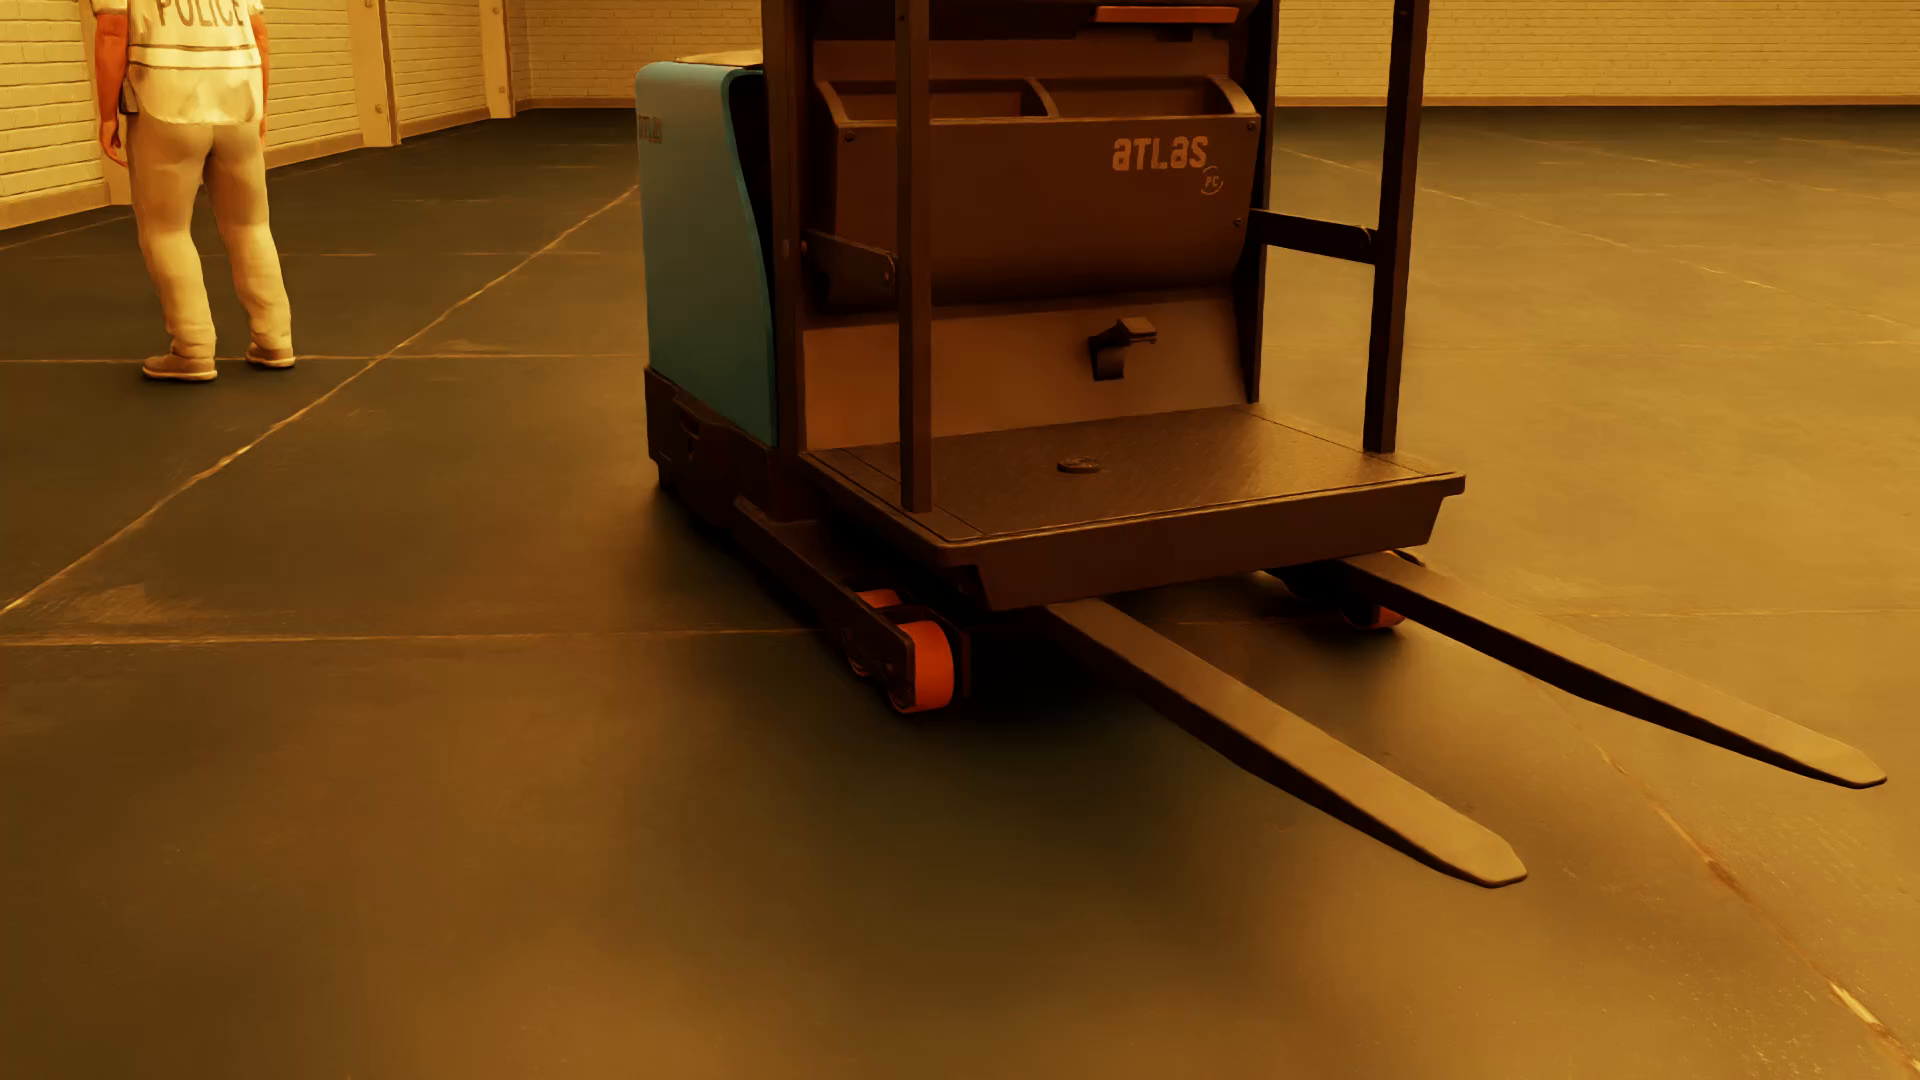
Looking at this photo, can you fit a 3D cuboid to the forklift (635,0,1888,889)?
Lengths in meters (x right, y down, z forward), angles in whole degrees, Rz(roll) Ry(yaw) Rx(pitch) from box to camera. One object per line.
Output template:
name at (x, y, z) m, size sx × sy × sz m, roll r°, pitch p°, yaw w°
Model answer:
forklift at (0.258, -1.240, 2.962) m, size 1.130 × 2.935 × 3.031 m, roll -8°, pitch 19°, yaw -24°

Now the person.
person at (-2.572, -1.419, 5.563) m, size 0.434 × 1.749 × 0.585 m, roll 14°, pitch 22°, yaw 37°
